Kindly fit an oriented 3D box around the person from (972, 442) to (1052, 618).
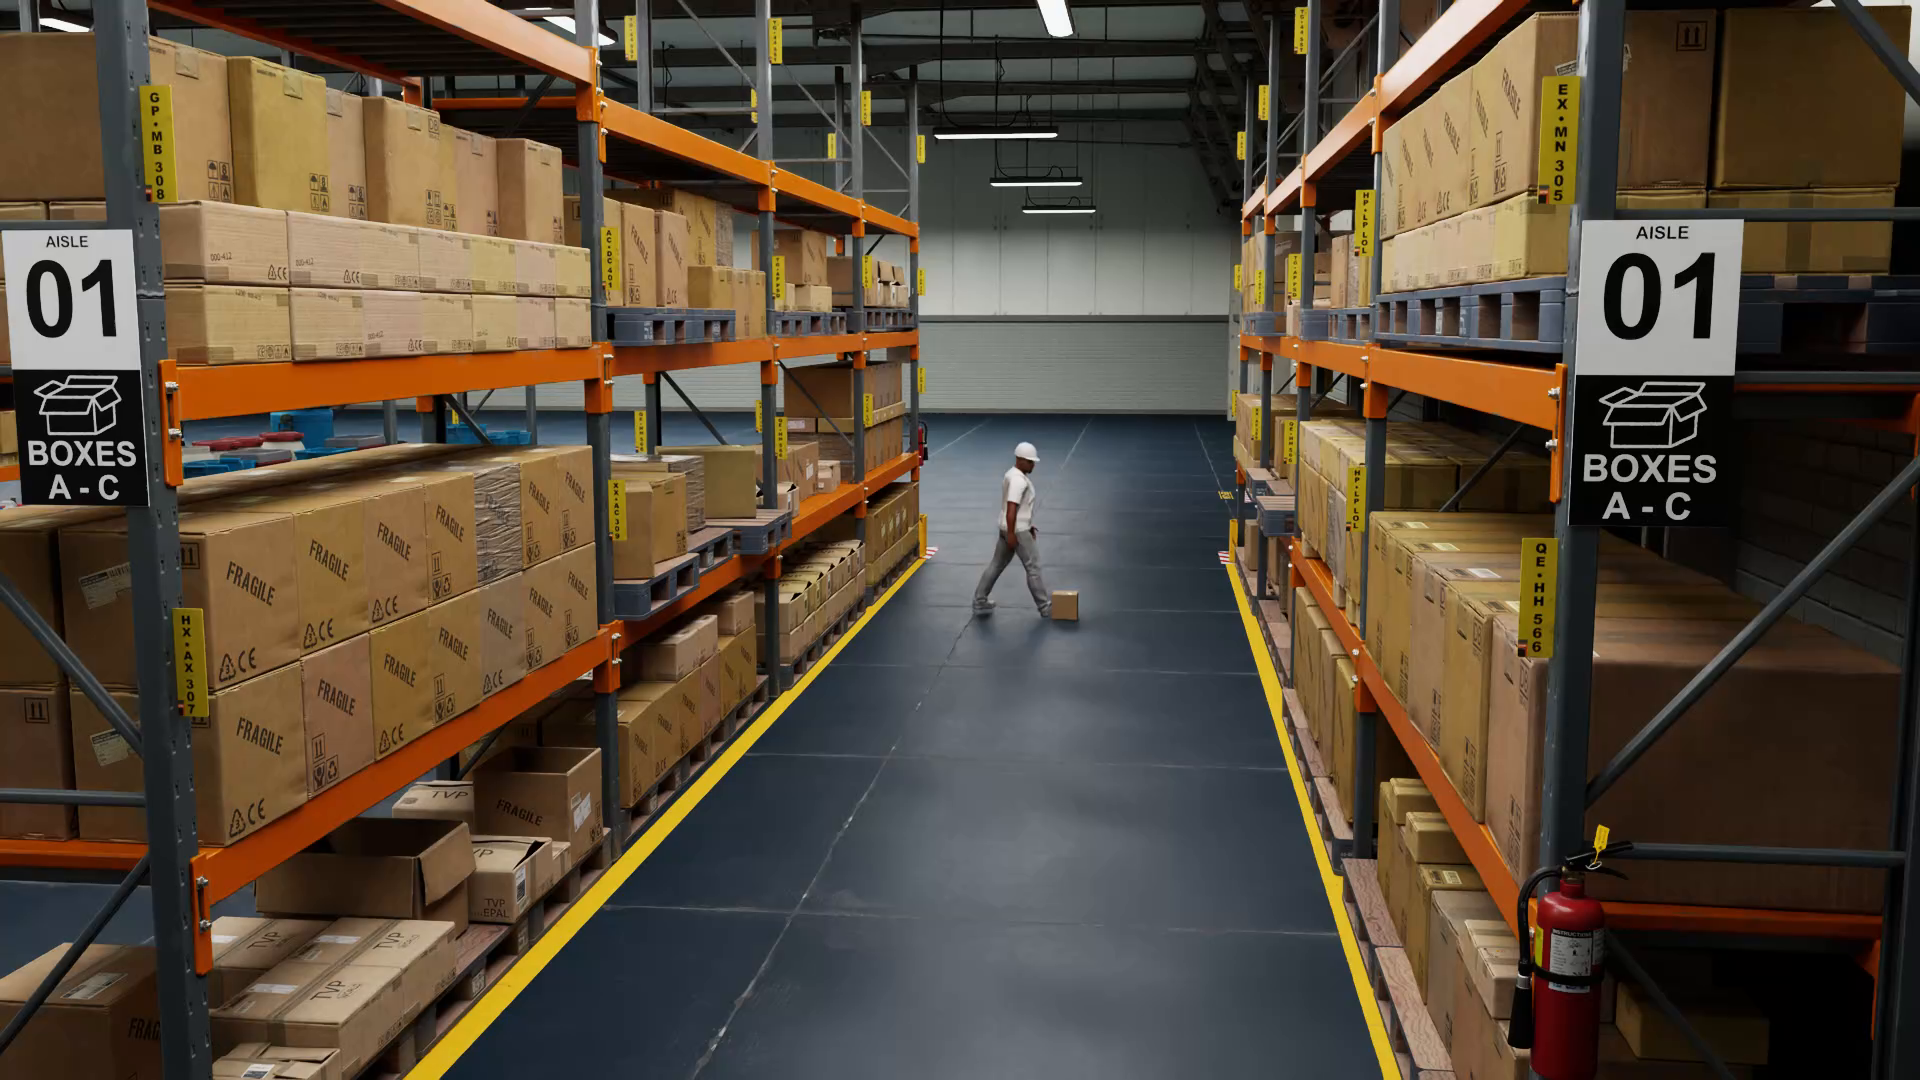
[{"bbox_3d":[0.601,-0.109,16.595,0.918,1.737,0.659,-1,8,-9],"label":"person"}]
